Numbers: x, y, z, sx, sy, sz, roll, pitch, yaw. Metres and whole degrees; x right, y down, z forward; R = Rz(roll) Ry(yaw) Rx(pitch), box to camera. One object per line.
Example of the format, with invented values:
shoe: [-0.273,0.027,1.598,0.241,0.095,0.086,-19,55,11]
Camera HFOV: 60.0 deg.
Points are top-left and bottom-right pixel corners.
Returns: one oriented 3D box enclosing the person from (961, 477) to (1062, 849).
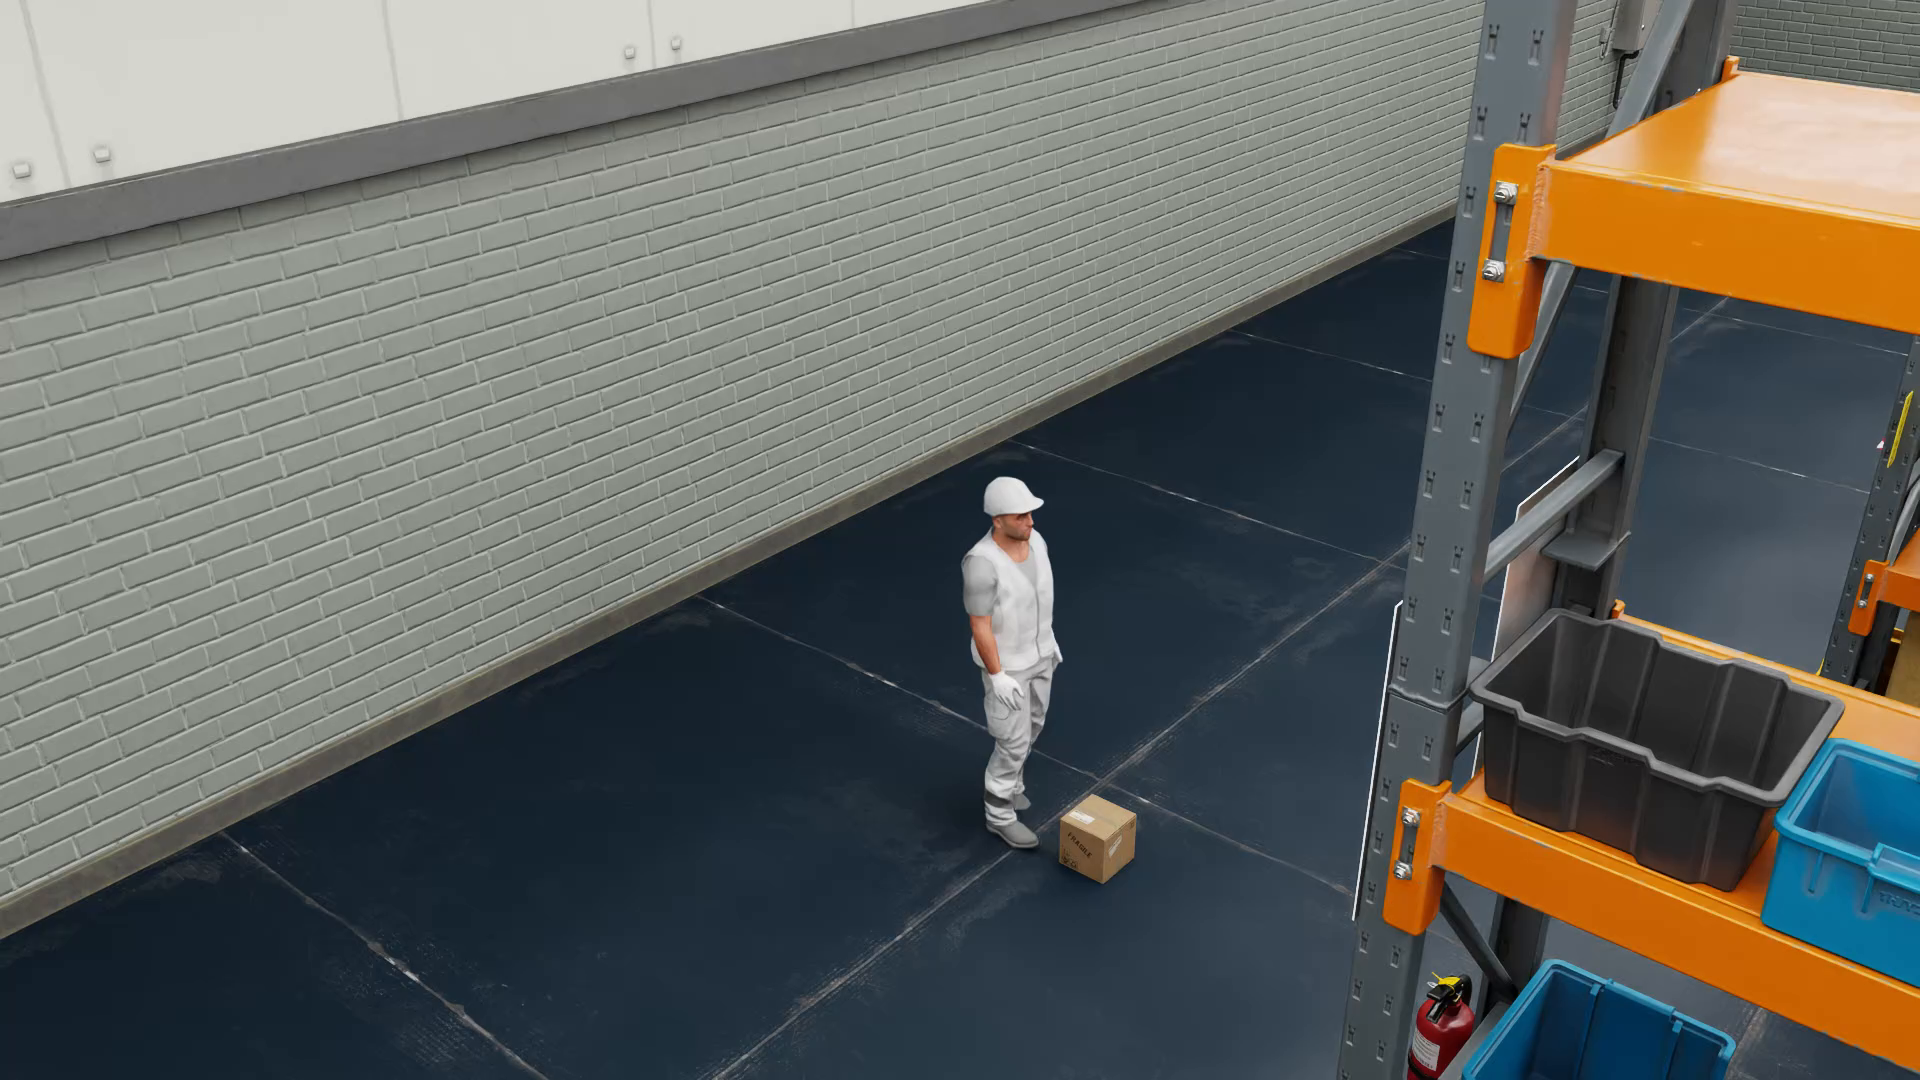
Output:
person: [0.272,0.575,7.553,0.443,1.849,0.535,21,34,35]
